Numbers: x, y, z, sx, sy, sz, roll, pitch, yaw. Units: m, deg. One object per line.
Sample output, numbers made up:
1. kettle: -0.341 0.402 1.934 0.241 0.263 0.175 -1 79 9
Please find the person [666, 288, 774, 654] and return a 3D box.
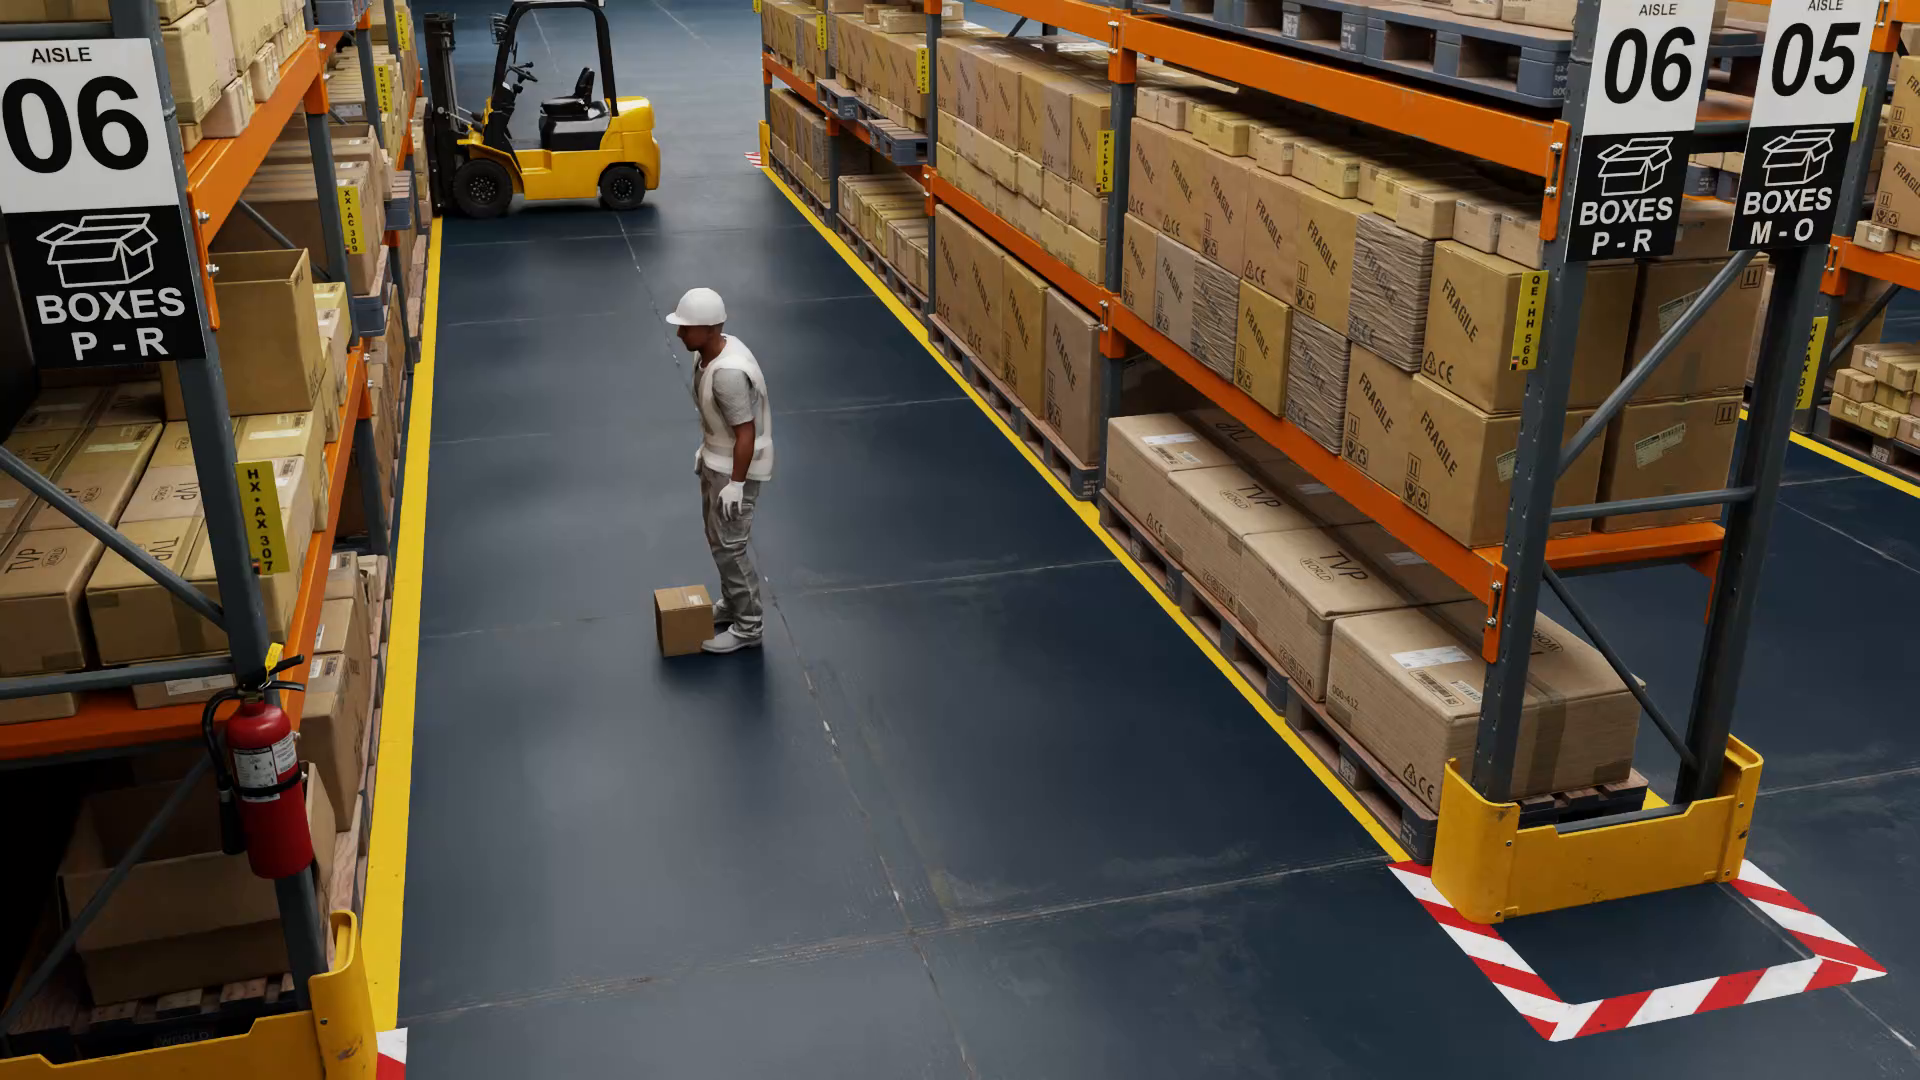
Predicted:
1. person: -1.121 -0.334 7.880 0.451 1.773 0.625 -8 24 -18
